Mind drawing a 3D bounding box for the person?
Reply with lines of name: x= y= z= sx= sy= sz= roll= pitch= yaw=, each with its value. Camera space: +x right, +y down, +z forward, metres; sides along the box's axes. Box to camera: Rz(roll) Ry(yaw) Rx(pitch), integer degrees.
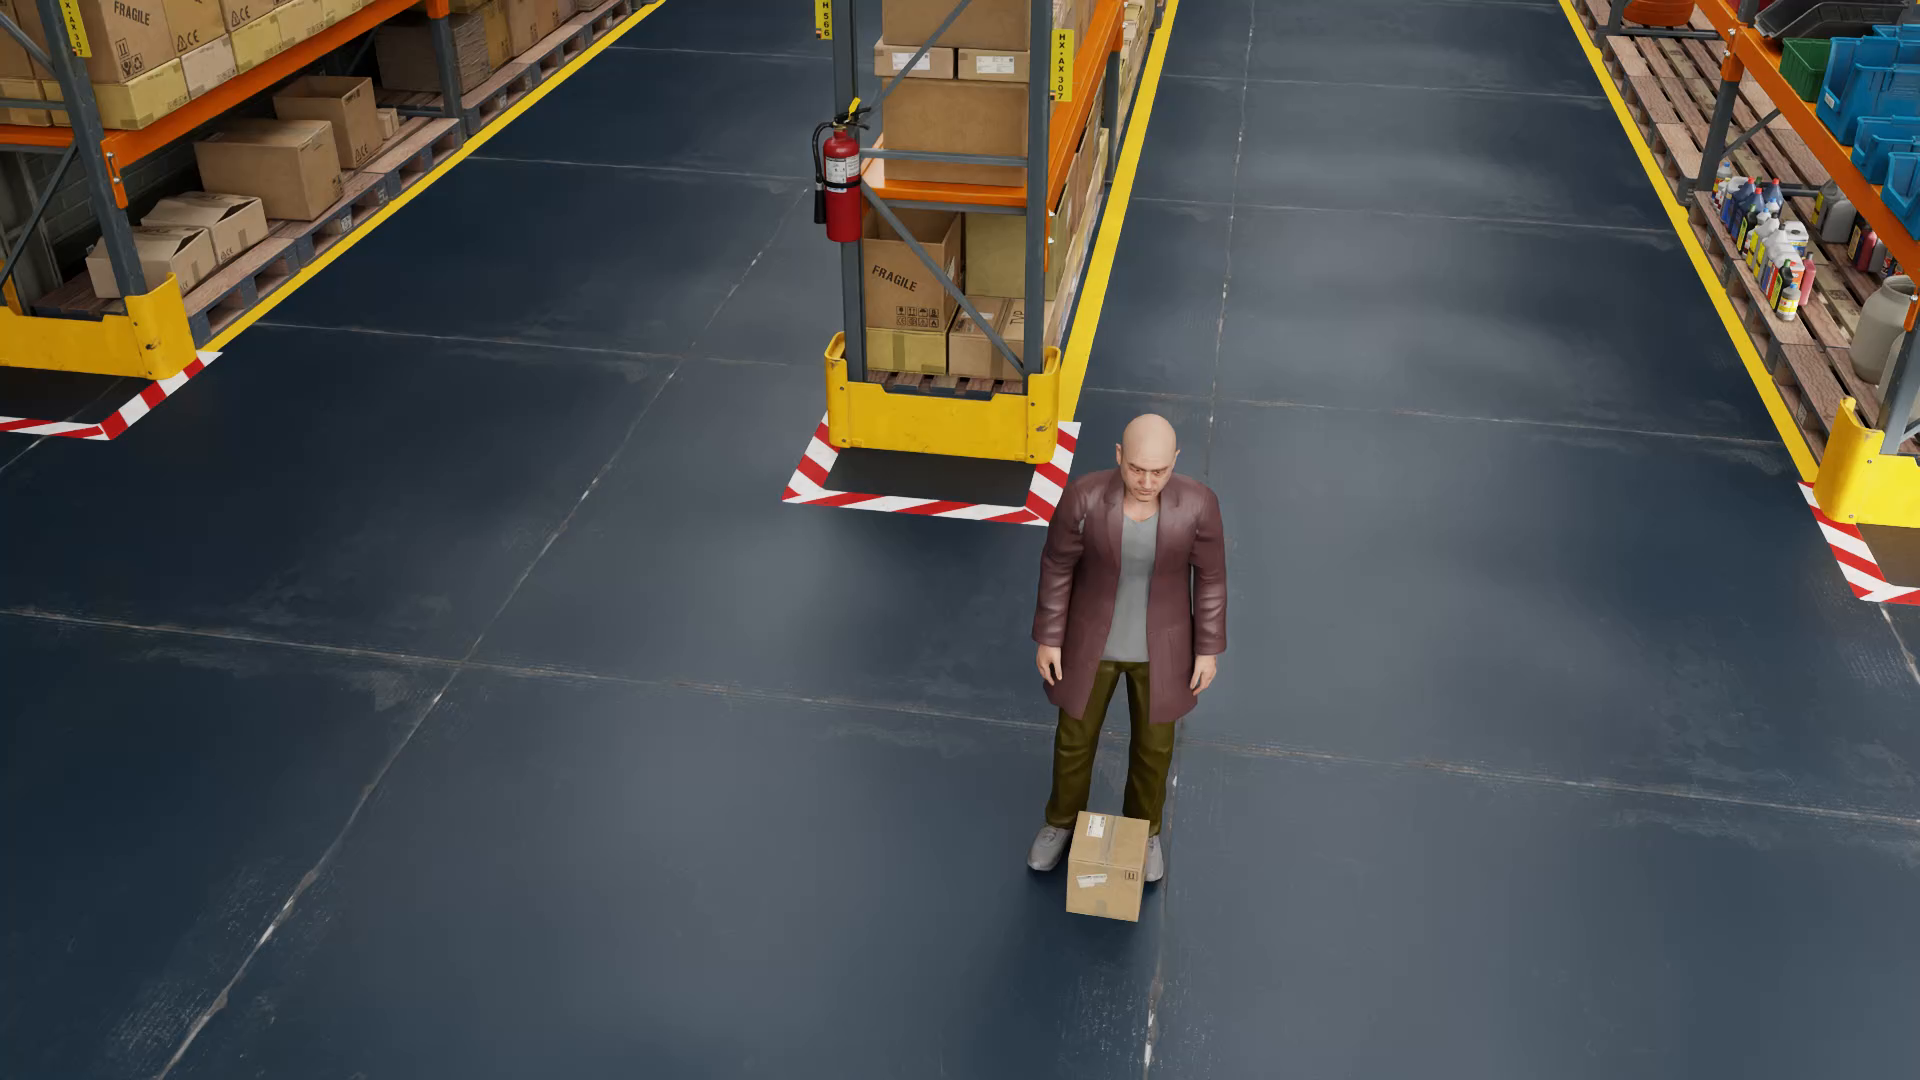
person: x=0.564 y=0.357 z=5.580 sx=0.652 sy=1.773 sz=0.425 roll=3 pitch=32 yaw=5
